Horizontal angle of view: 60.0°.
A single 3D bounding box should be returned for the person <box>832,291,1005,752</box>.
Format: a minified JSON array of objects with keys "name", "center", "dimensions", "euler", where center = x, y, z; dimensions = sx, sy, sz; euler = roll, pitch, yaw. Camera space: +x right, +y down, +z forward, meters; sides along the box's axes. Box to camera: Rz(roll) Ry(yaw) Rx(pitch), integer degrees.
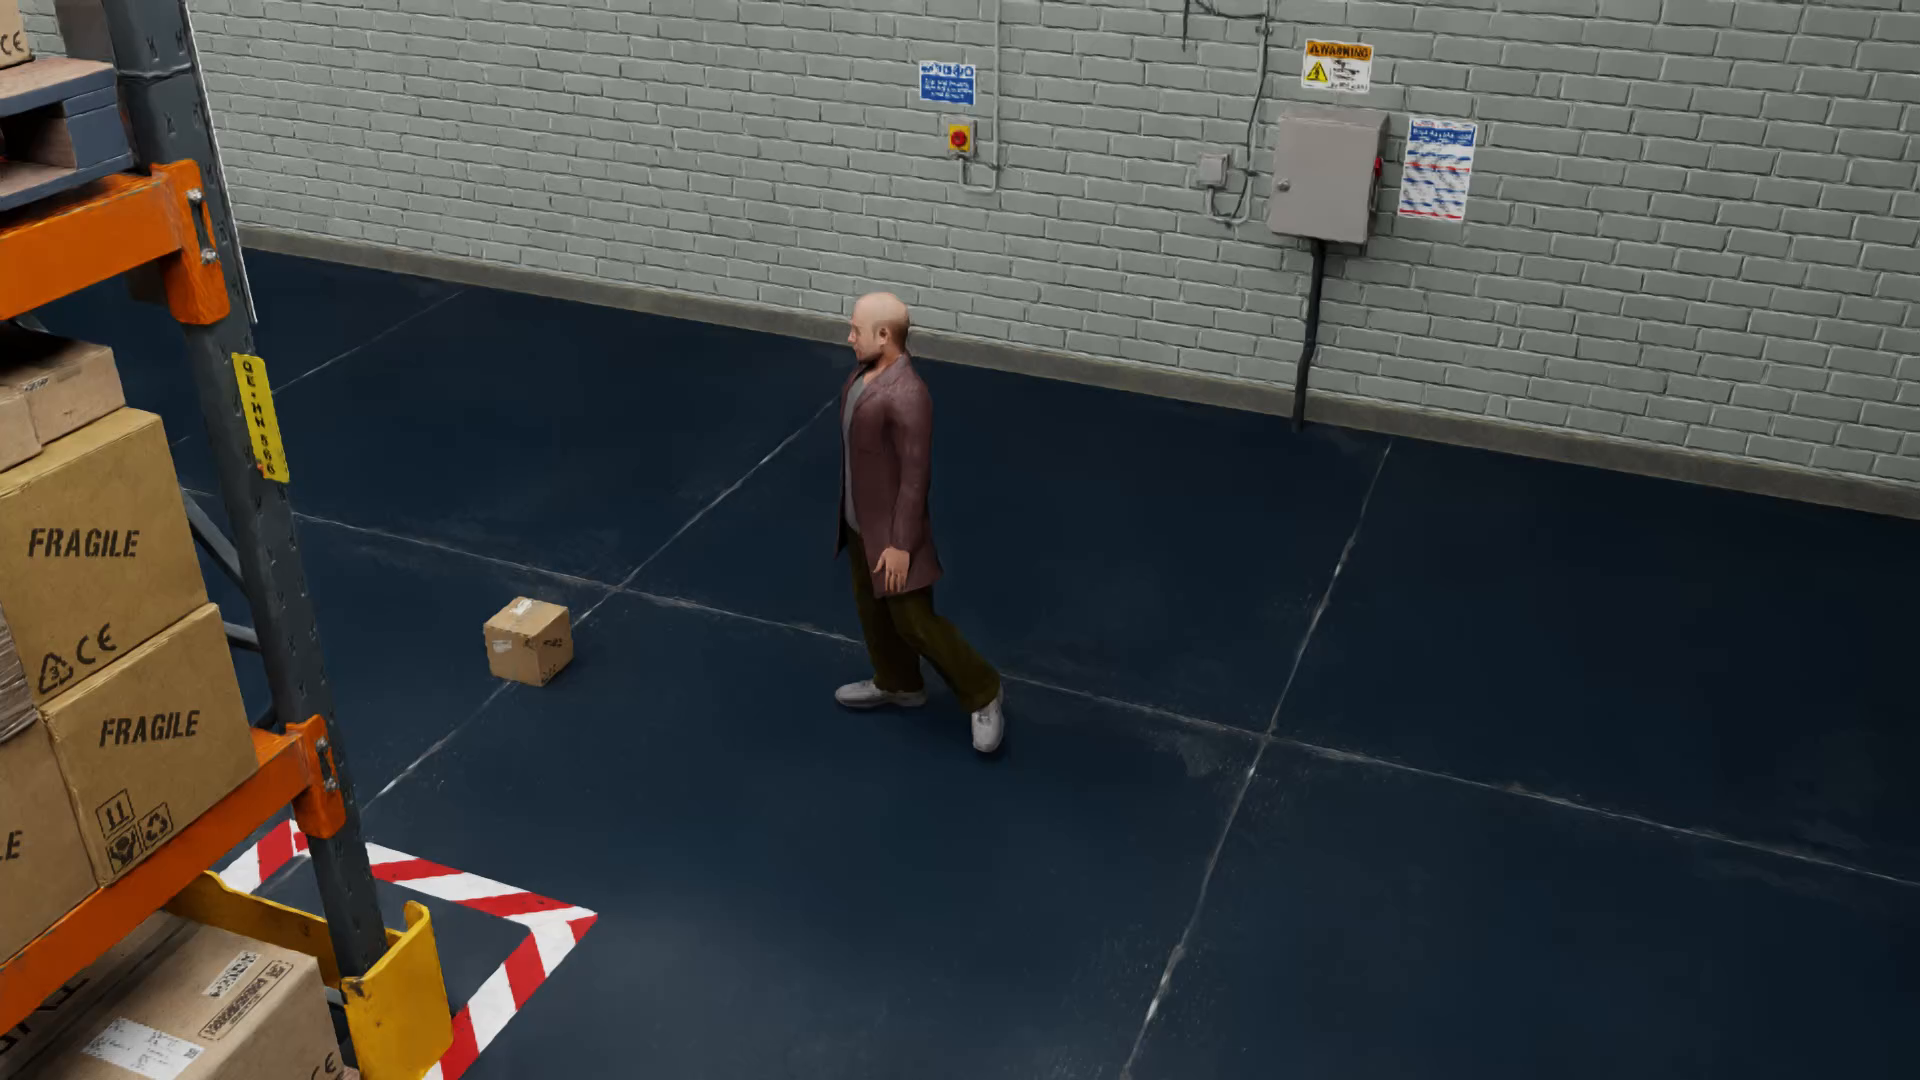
[{"name":"person","center":[-0.151,-0.062,6.255],"dimensions":[0.579,1.768,0.823],"euler":[-12,31,-21]}]
